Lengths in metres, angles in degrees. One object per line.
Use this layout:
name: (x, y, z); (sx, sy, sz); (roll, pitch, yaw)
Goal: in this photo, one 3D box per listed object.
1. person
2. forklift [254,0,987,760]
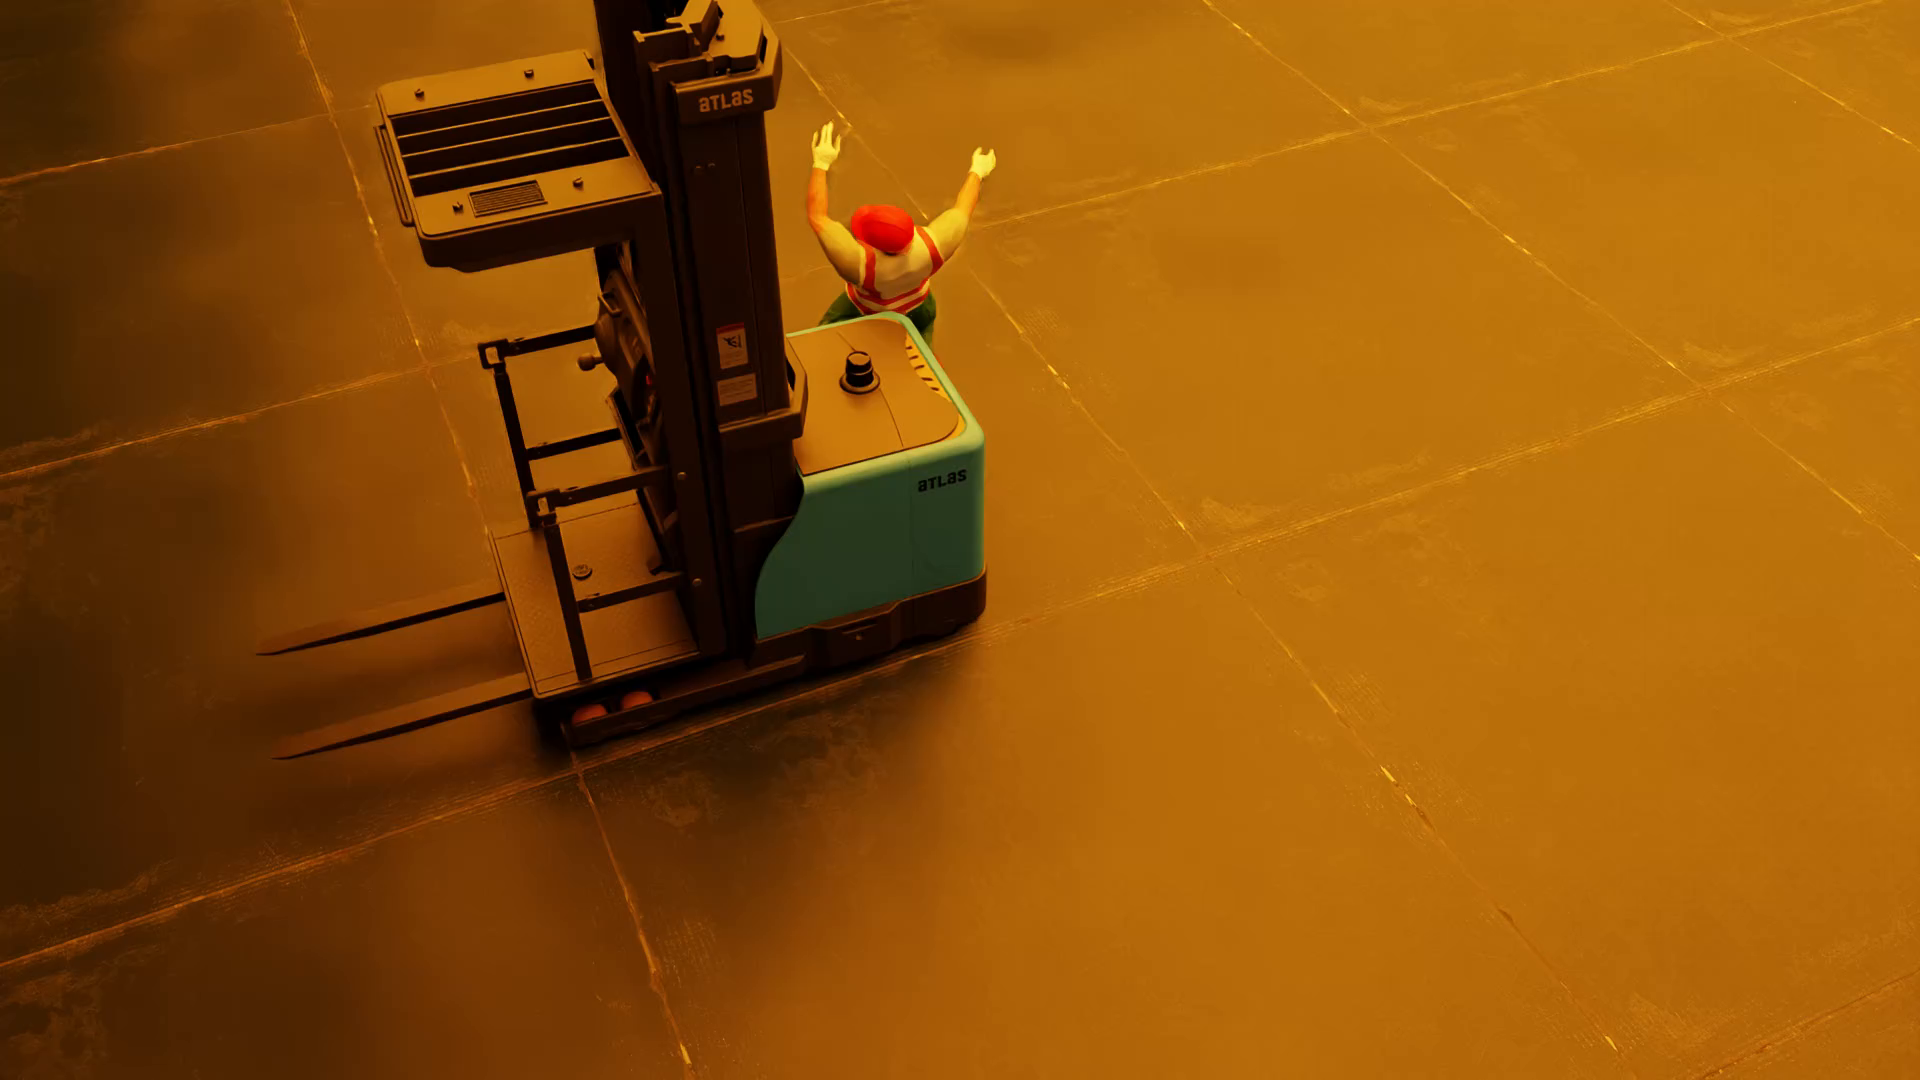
person: (-0.182, -1.207, 7.899); (1.079, 1.602, 0.694); (-24, 48, -24)
forklift: (-1.453, -0.638, 6.364); (3.031, 2.935, 1.130); (-15, 45, -16)
